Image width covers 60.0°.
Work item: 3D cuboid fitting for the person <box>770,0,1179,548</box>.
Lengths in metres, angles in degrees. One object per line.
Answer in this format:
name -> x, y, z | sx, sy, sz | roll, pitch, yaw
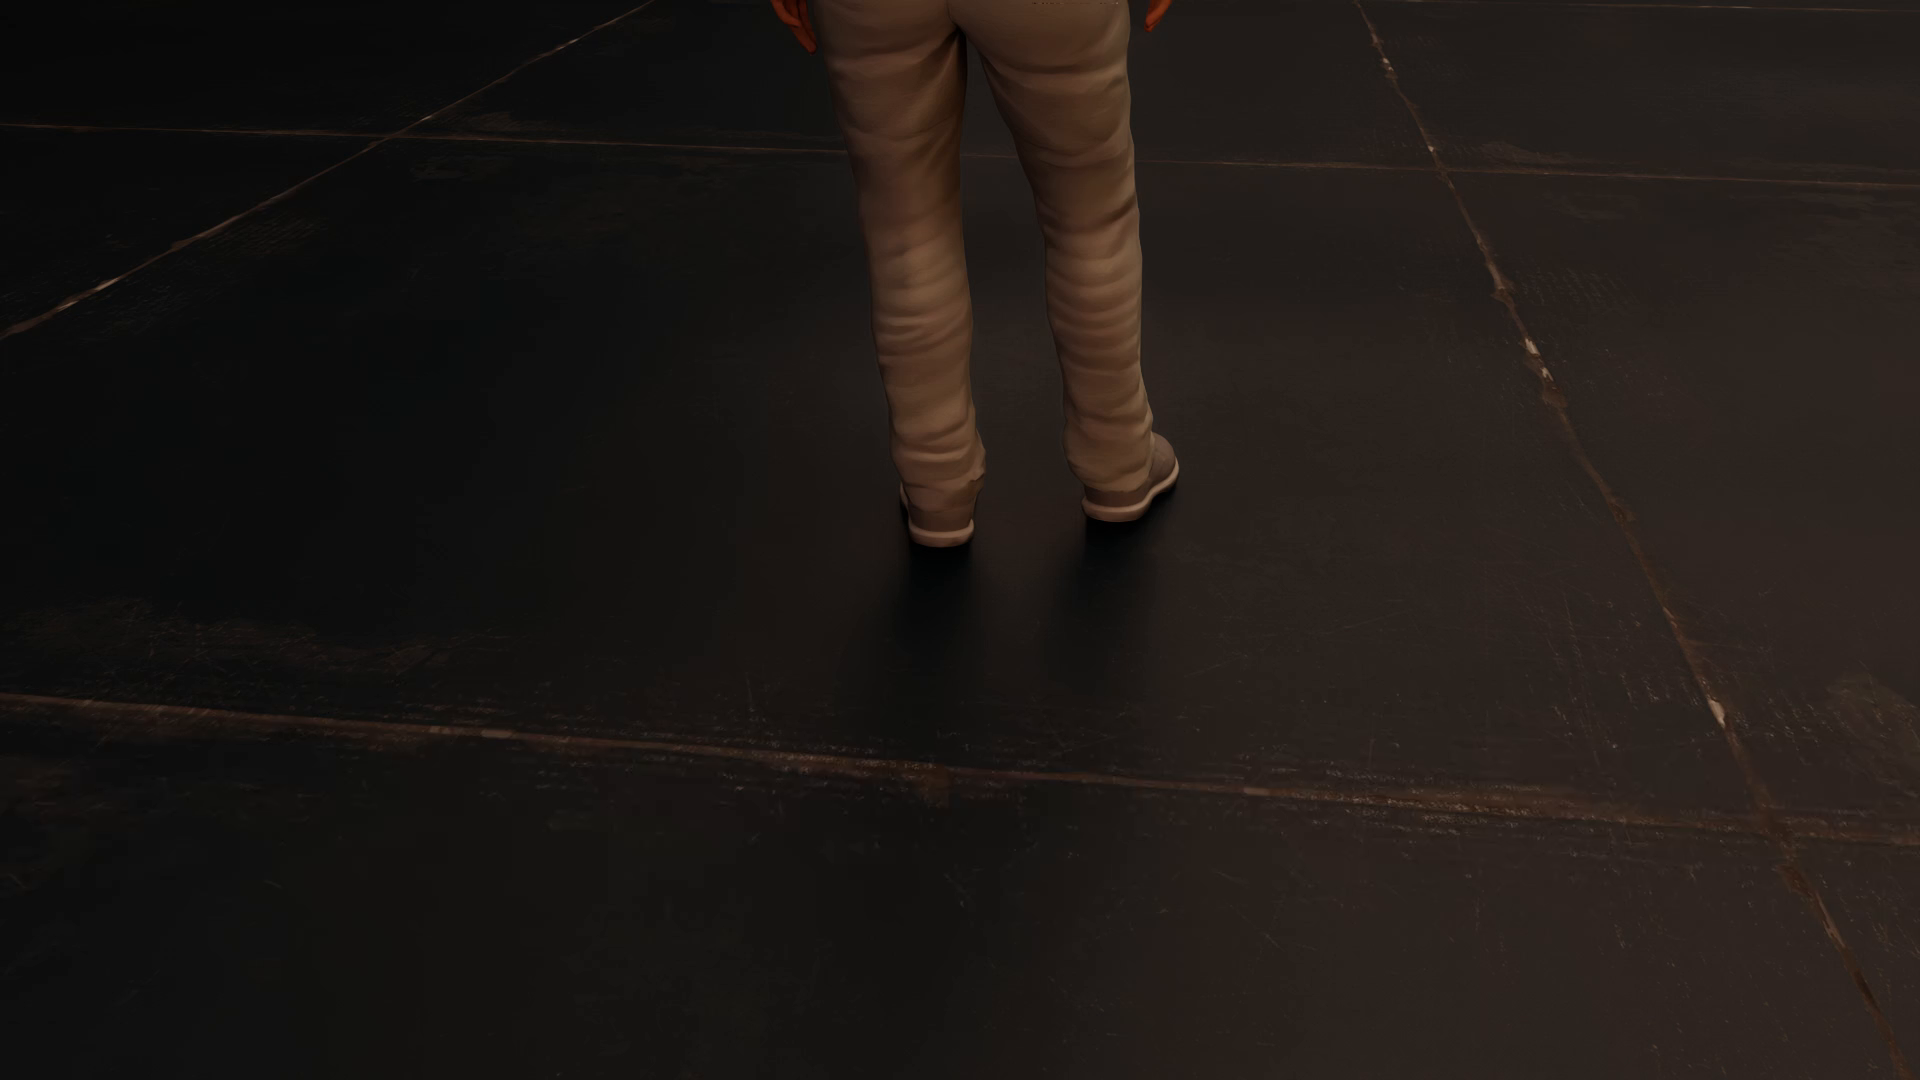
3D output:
person -> 0.032, -0.785, 2.190 | 0.599, 1.670, 0.529 | 3, 27, 7
